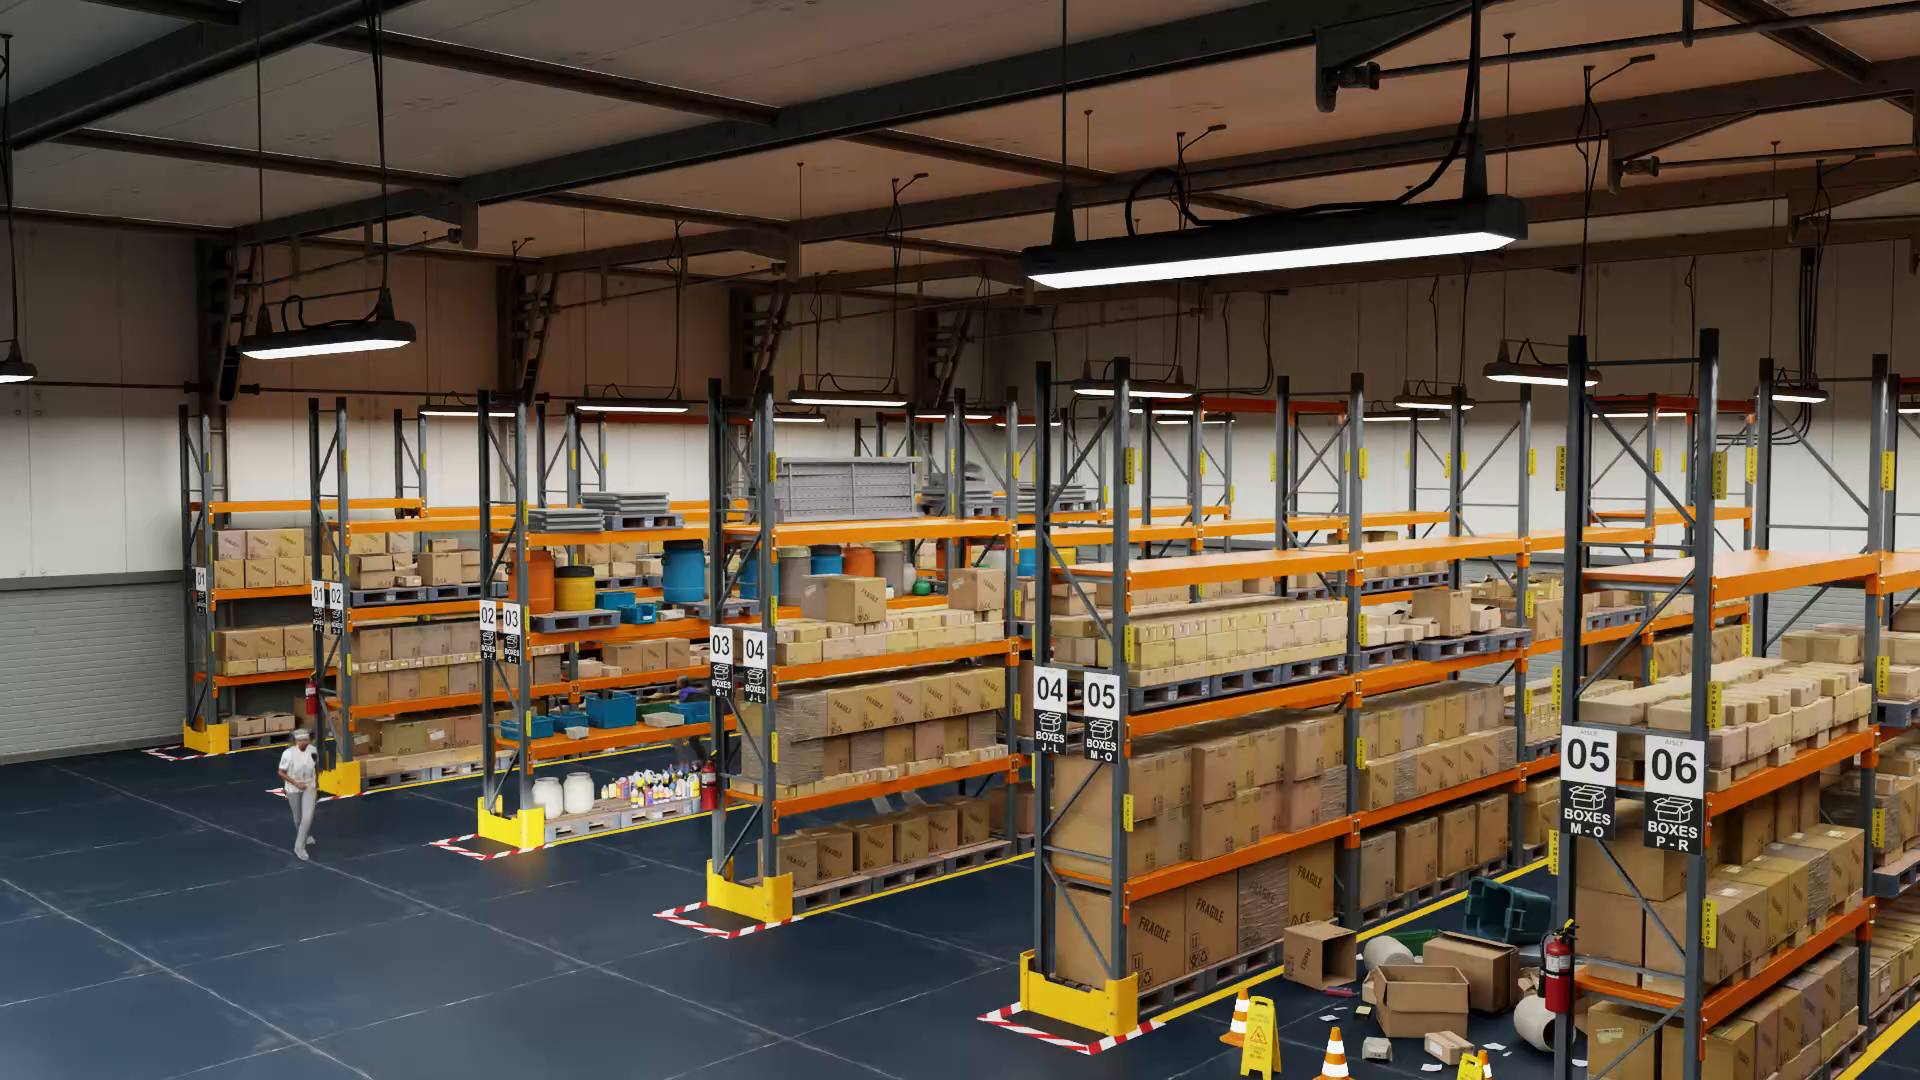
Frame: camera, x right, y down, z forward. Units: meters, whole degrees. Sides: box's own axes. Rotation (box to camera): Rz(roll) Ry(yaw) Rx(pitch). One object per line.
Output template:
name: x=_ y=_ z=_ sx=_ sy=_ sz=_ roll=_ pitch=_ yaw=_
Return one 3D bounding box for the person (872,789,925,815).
person: x=-0.845 y=3.152 z=22.584 sx=1.184 sy=1.604 sz=0.716 roll=-2 pitch=3 yaw=-31

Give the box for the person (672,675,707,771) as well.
person: x=-4.385 y=2.945 z=26.918 sx=0.672 sy=1.575 sz=0.725 roll=-1 pitch=3 yaw=-20

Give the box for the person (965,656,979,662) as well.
person: x=0.402 y=2.653 z=33.096 sx=0.631 sy=1.631 sz=1.002 roll=3 pitch=4 yaw=43

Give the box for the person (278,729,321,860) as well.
person: x=-8.499 y=3.217 z=21.400 sx=0.538 sy=1.671 sz=0.788 roll=-2 pitch=3 yaw=-27
